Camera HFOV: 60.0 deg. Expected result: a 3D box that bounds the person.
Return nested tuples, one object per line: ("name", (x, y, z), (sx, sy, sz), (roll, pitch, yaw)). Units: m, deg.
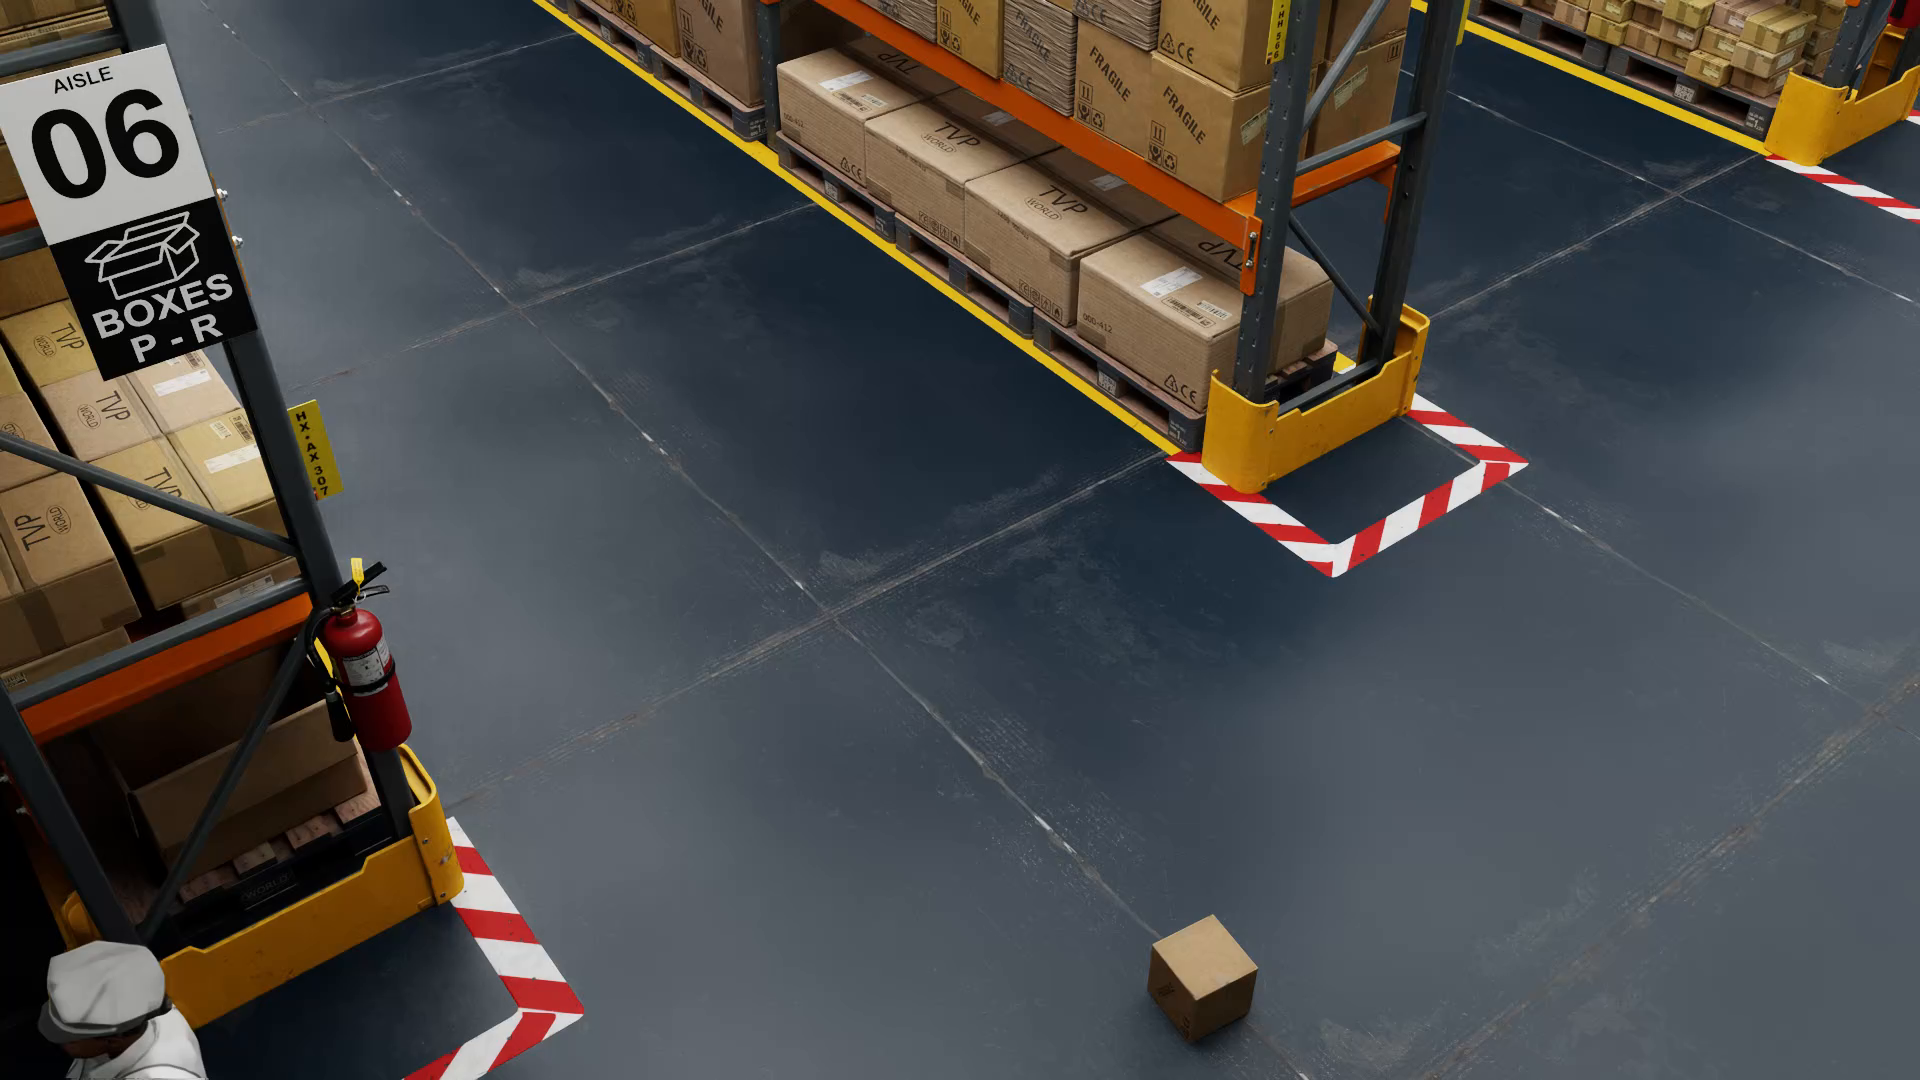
("person", (-2.063, 1.649, 4.185), (0.837, 1.661, 0.455), (-25, 47, -27))
